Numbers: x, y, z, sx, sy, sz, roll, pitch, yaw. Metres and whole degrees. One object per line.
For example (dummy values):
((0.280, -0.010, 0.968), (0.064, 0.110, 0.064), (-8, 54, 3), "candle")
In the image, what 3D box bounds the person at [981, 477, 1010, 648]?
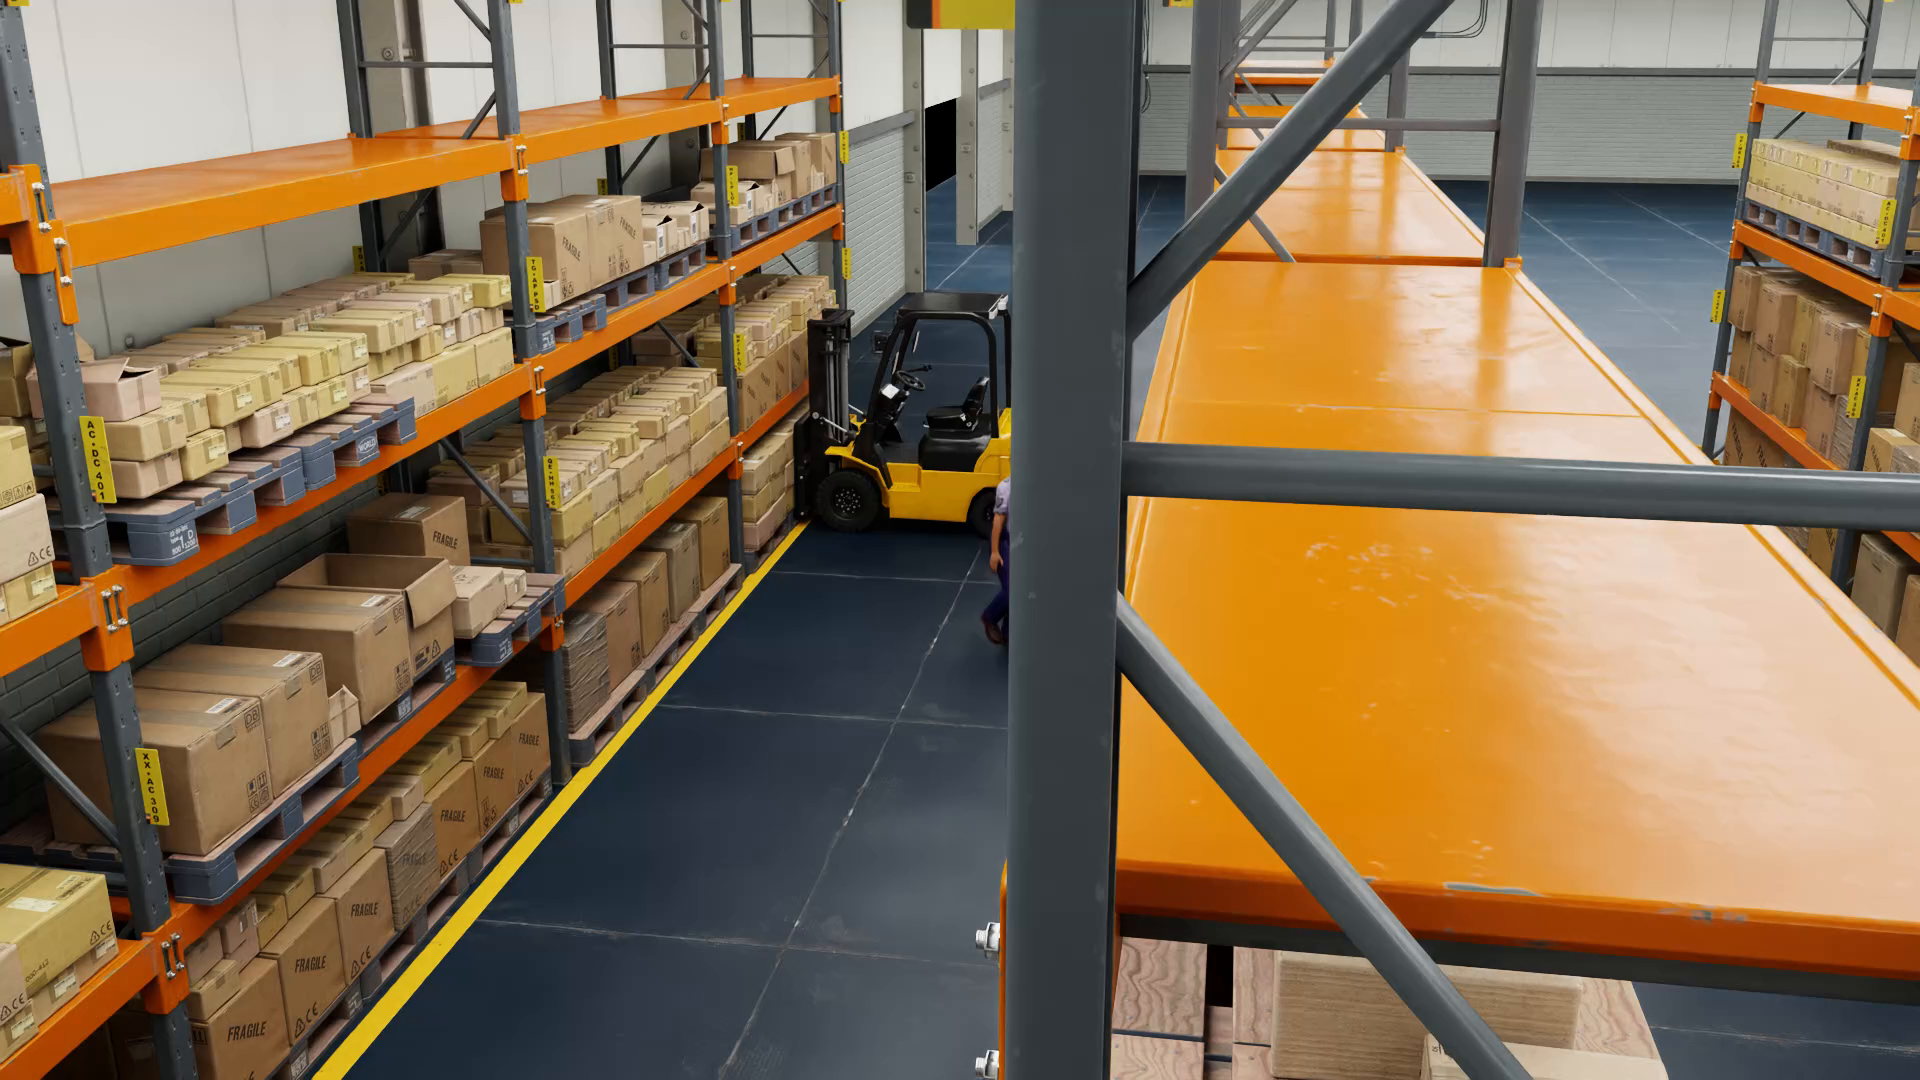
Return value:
((0.433, 0.074, 12.850), (0.576, 1.613, 0.477), (-12, 21, -32), "person")
